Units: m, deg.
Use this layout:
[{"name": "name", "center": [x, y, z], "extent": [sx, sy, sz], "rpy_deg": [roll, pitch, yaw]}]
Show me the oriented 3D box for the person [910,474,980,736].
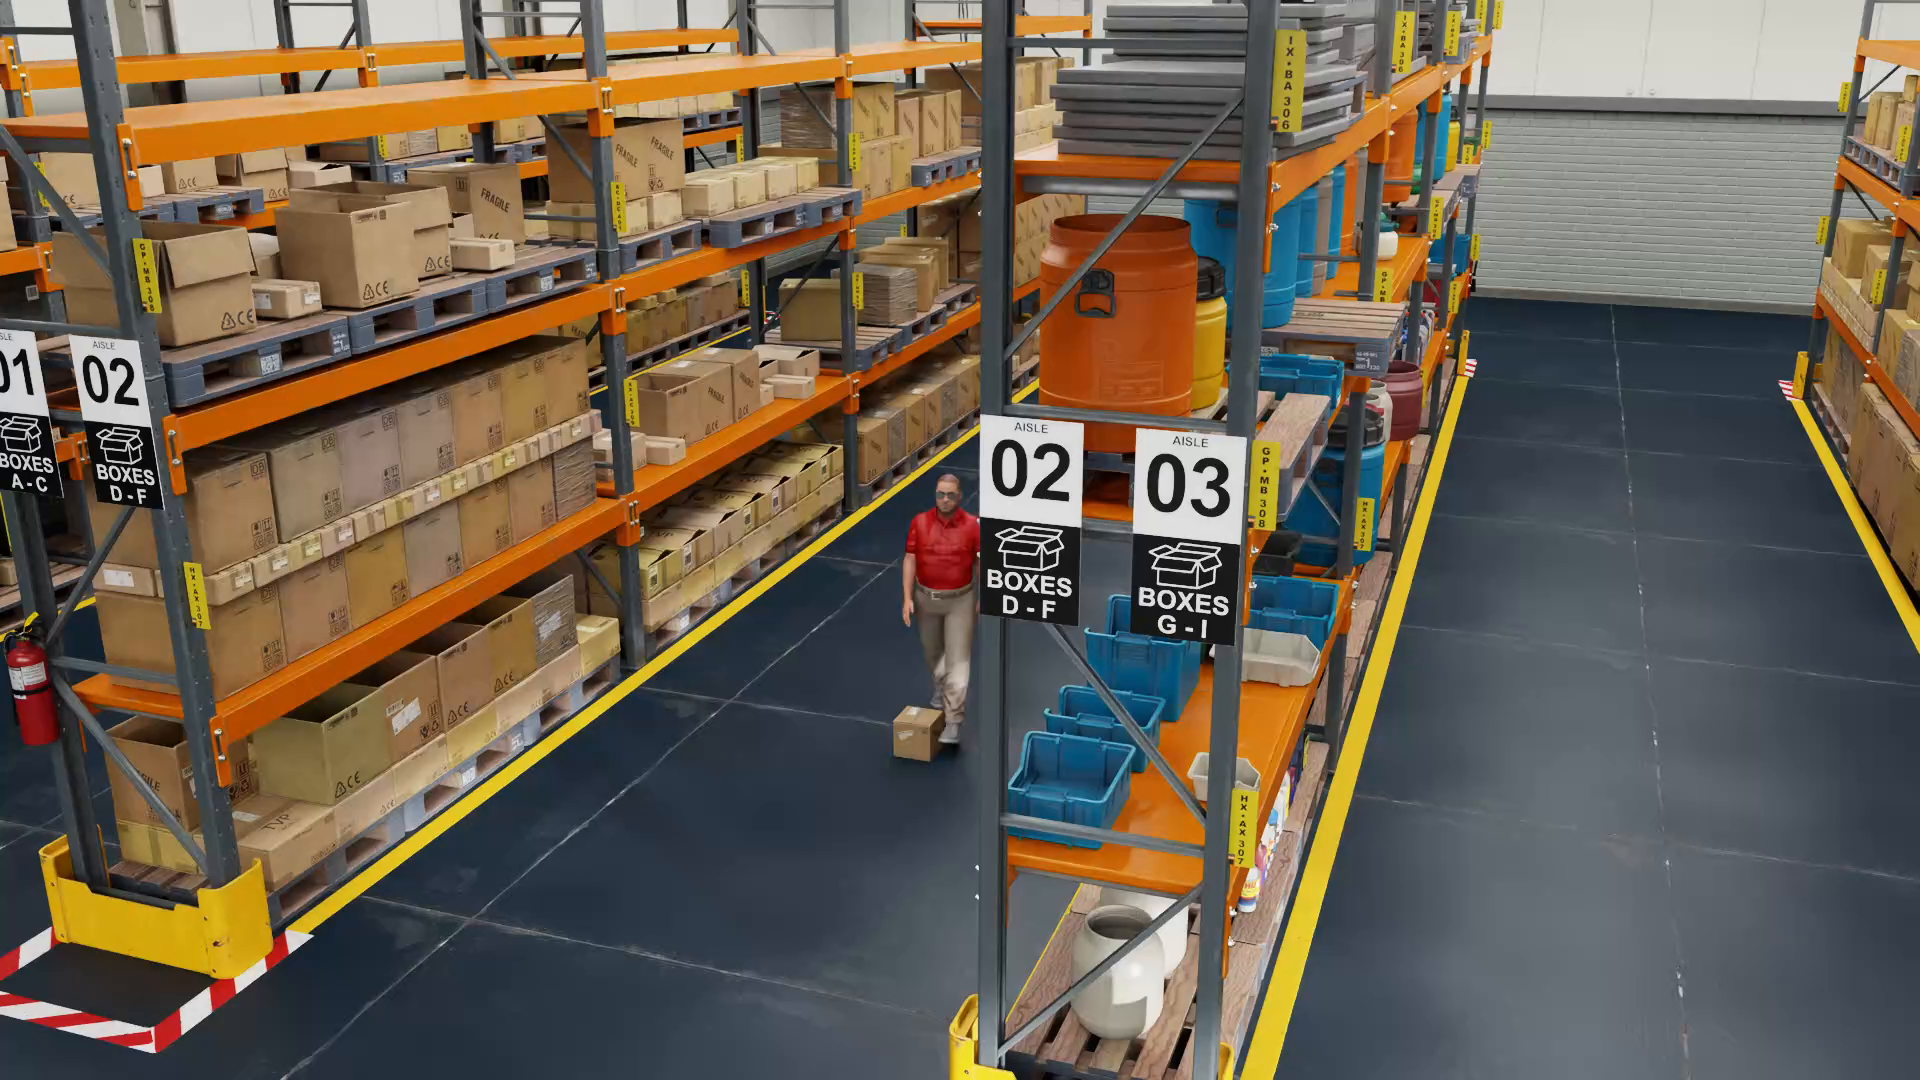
[{"name": "person", "center": [-0.090, 0.427, 10.878], "extent": [0.526, 1.748, 0.416], "rpy_deg": [7, 20, 19]}]
